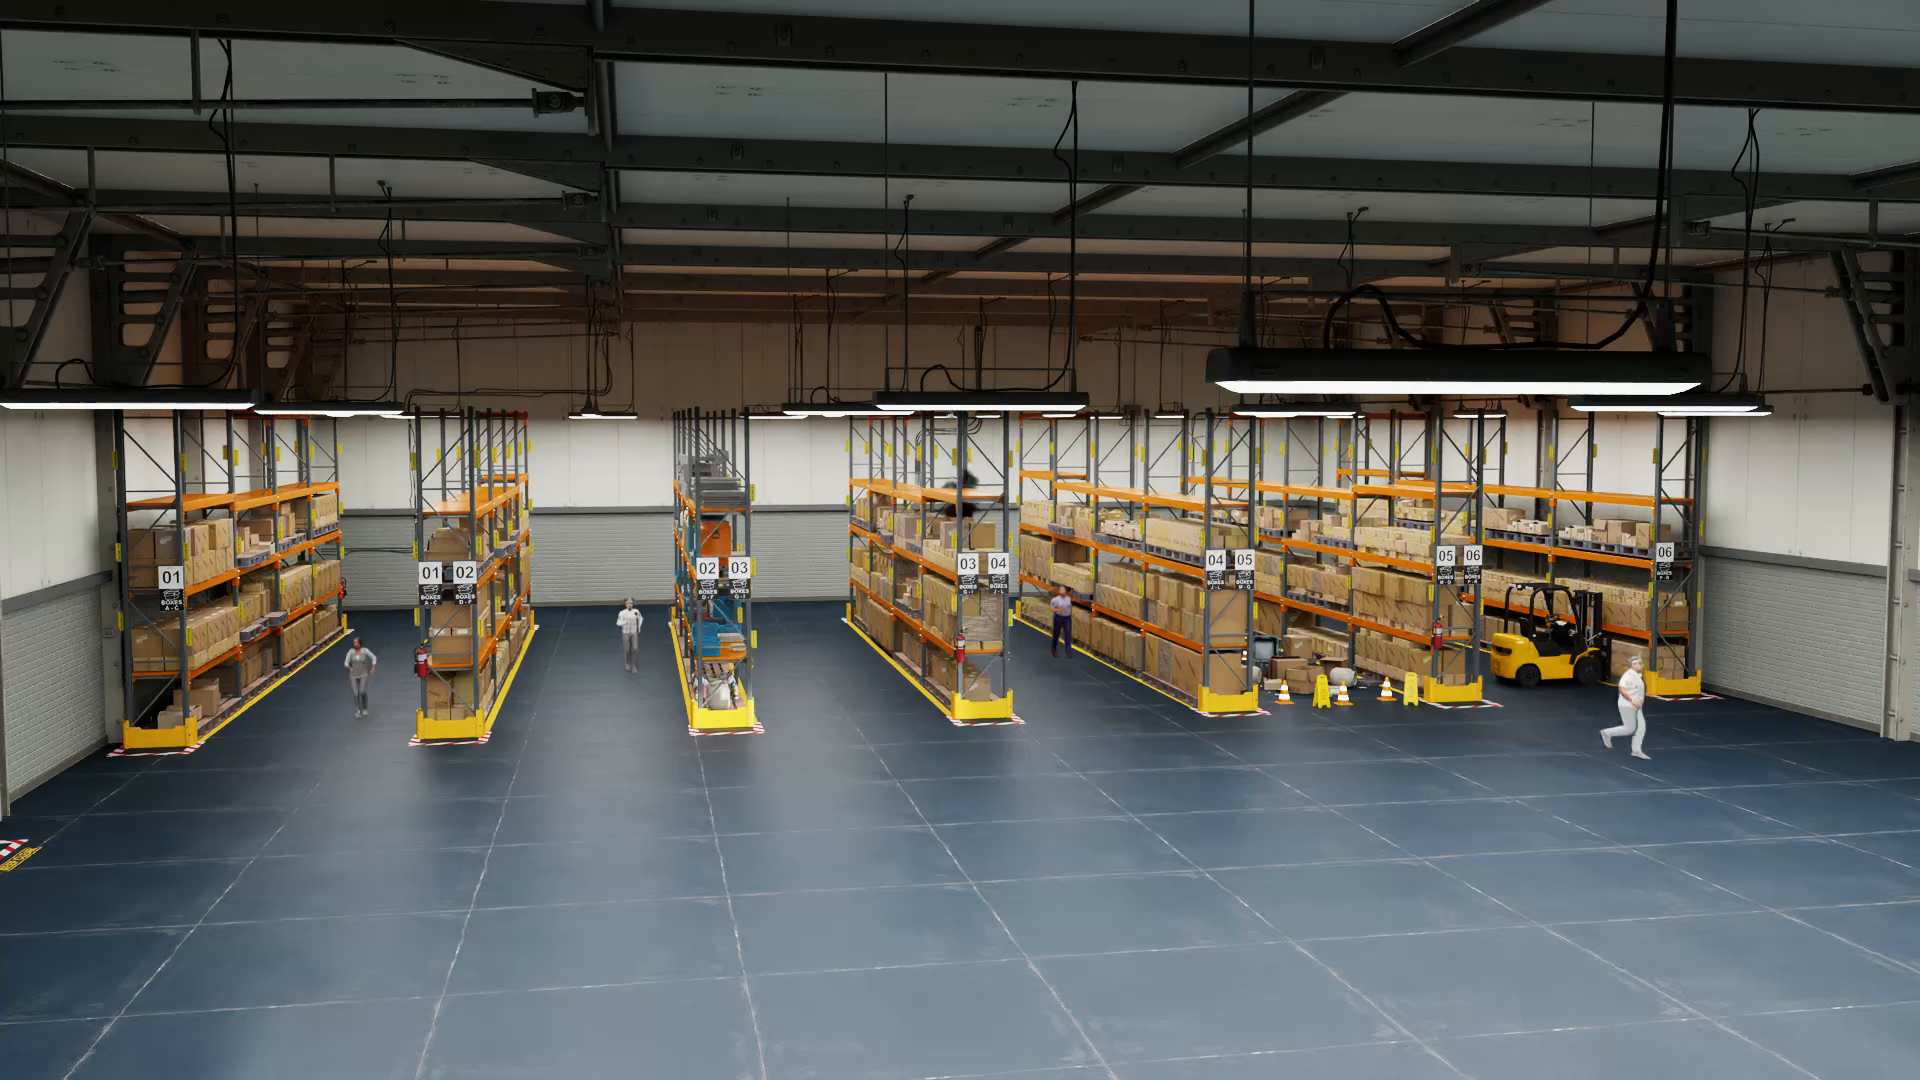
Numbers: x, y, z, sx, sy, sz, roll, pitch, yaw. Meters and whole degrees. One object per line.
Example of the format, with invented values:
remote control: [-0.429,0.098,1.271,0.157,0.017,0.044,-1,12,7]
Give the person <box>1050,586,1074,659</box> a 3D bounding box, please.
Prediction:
person: [2.364,1.899,38.305,0.607,1.689,0.886,-1,4,-15]

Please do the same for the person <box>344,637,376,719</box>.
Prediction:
person: [-11.542,2.661,31.970,0.567,1.604,0.650,-1,4,-11]

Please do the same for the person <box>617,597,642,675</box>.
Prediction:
person: [-7.527,2.170,37.963,0.596,1.740,0.720,-1,4,-16]

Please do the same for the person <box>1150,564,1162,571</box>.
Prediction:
person: [5.969,1.261,50.723,0.647,1.734,0.689,0,4,1]

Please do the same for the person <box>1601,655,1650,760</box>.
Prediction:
person: [11.445,2.837,28.487,0.826,1.769,0.688,3,5,38]
